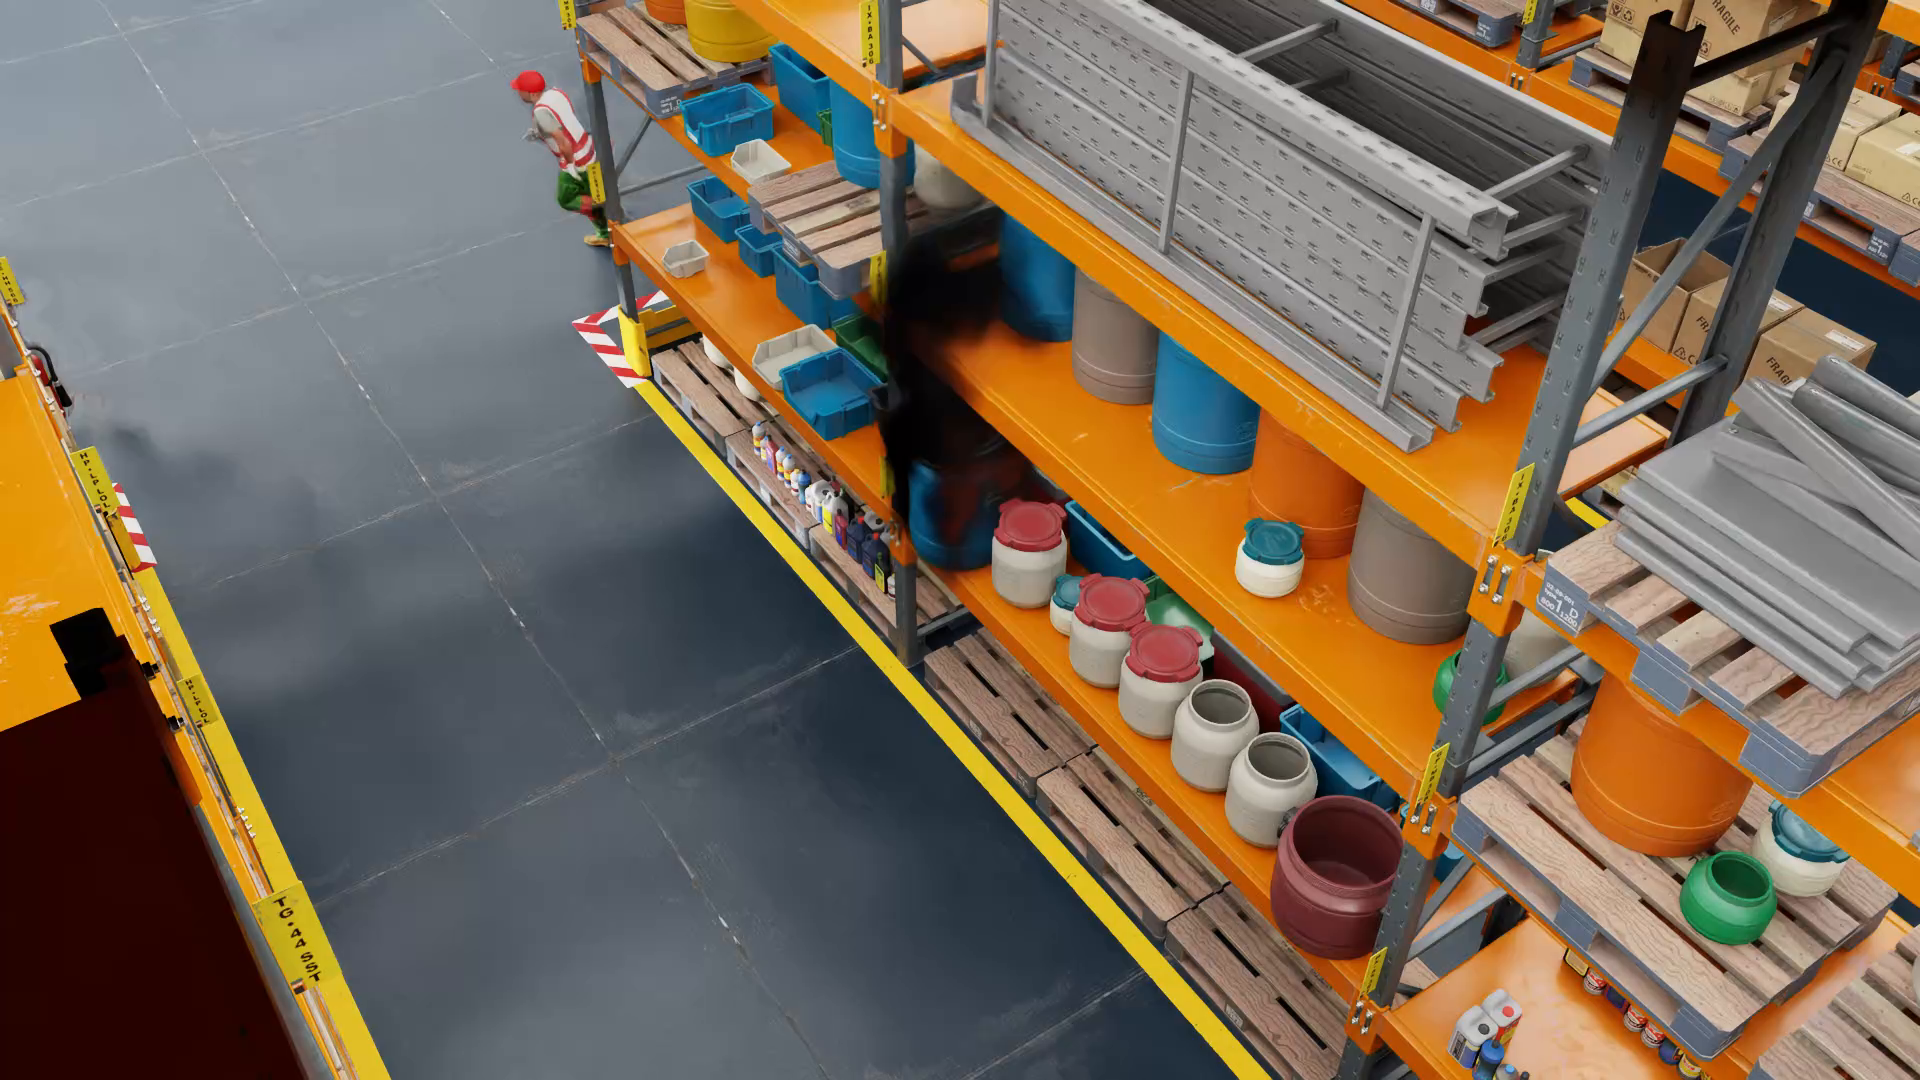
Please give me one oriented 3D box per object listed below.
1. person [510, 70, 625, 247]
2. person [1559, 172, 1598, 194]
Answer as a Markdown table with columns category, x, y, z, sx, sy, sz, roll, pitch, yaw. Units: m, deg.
| category | x | y | z | sx | sy | sz | roll | pitch | yaw |
| --- | --- | --- | --- | --- | --- | --- | --- | --- | --- |
| person | -3.292 | -3.157 | 13.982 | 0.823 | 1.661 | 0.679 | 4 | 43 | 4 |
| person | 5.038 | -2.794 | 13.497 | 0.647 | 1.768 | 0.943 | -32 | 51 | -30 |
